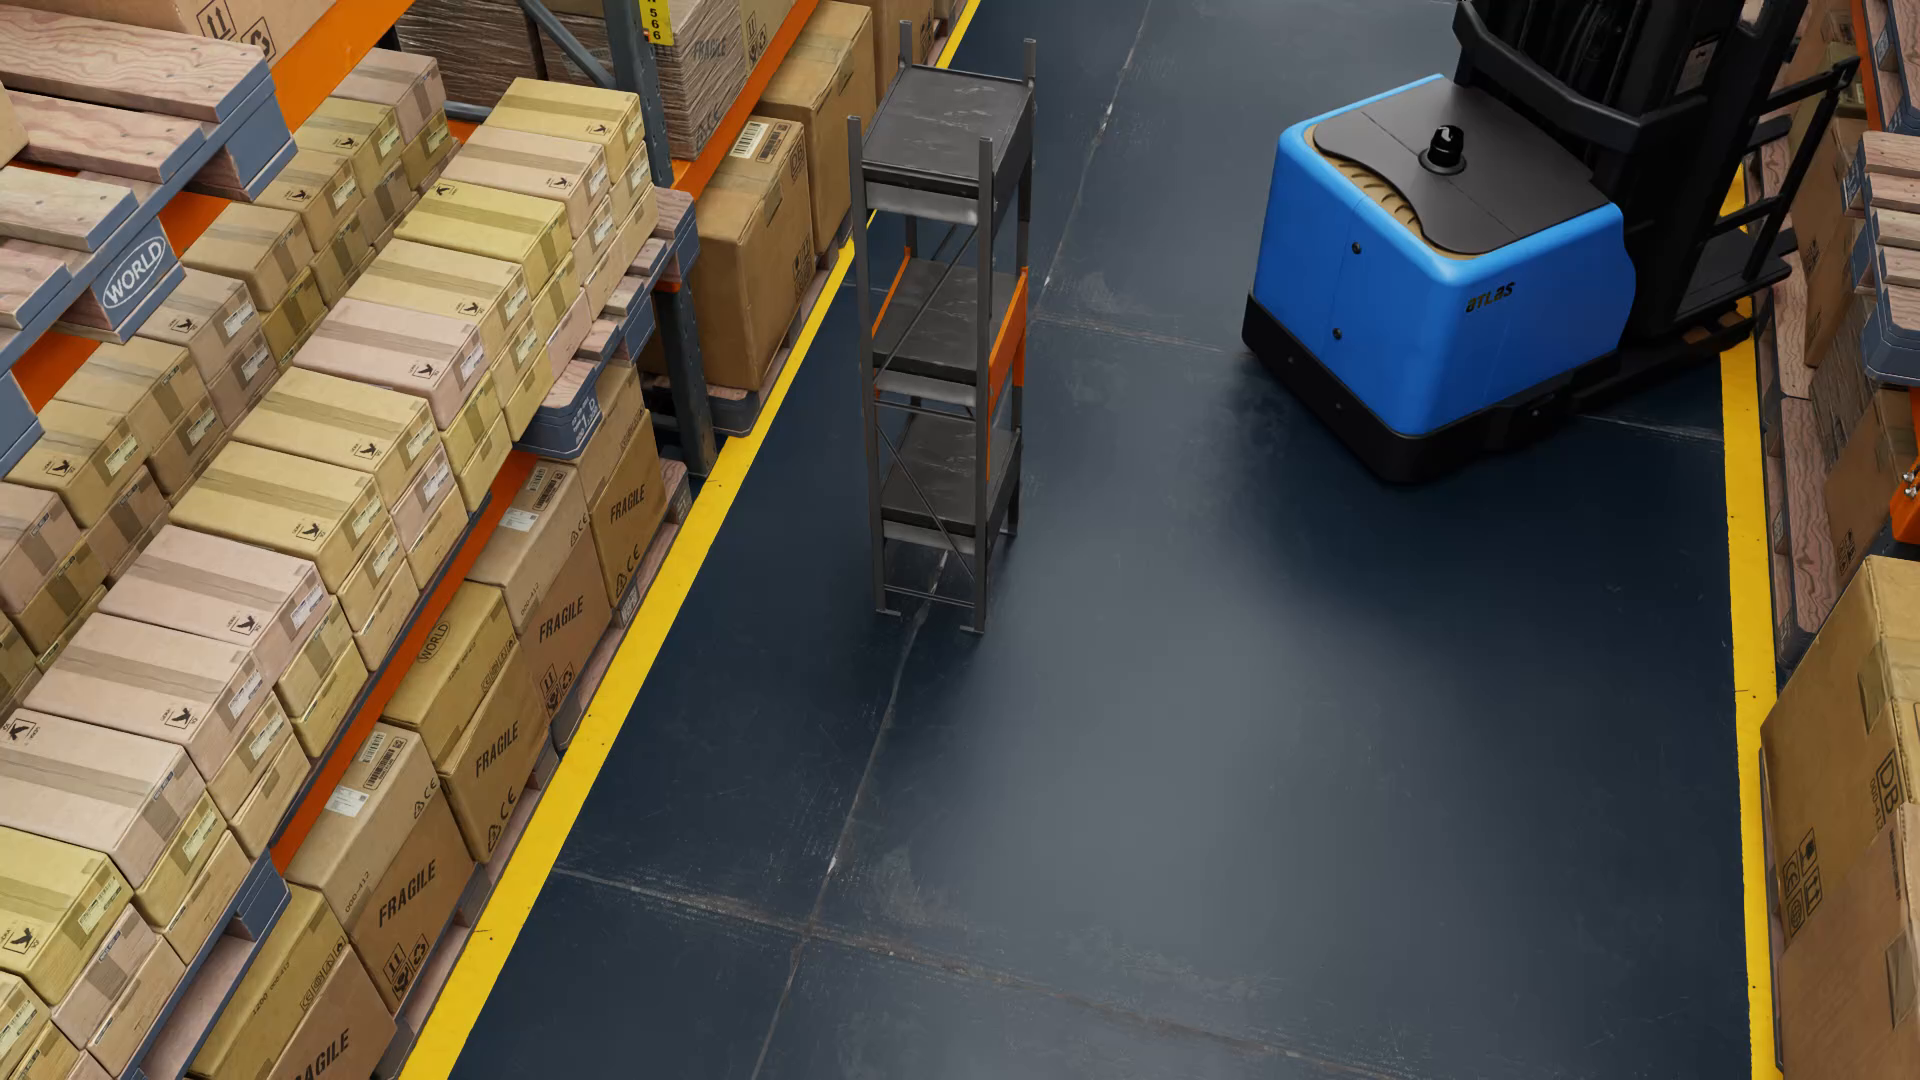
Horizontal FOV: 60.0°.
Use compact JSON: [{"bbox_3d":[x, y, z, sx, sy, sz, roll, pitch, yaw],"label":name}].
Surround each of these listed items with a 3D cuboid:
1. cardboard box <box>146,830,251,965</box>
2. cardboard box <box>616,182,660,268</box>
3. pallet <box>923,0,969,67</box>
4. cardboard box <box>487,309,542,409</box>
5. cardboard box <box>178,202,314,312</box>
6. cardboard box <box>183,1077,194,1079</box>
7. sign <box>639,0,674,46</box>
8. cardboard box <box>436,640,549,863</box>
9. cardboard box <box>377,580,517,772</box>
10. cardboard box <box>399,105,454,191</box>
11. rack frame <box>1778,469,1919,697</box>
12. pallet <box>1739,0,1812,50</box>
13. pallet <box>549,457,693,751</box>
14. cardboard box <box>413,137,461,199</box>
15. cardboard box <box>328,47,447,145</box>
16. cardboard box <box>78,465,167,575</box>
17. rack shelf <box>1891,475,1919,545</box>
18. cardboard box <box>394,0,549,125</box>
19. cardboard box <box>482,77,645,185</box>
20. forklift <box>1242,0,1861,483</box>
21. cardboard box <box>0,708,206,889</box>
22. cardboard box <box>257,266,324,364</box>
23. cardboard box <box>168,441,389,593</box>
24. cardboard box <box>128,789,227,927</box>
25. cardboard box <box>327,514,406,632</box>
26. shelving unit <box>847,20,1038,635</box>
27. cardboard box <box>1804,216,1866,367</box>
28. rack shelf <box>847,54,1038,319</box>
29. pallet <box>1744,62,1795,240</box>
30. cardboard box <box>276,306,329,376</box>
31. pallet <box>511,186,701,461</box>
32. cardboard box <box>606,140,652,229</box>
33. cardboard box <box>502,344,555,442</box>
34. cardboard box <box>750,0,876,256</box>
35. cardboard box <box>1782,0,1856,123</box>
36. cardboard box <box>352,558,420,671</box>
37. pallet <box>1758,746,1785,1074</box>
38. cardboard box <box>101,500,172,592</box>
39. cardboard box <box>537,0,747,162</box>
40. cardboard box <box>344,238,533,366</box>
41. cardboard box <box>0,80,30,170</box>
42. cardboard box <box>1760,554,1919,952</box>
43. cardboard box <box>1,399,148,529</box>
[{"bbox_3d":[-1.749,0.710,3.510,0.380,0.149,0.250,12,50,10],"label":"cardboard box"},{"bbox_3d":[-1.134,-0.979,5.000,0.380,0.149,0.250,12,50,11],"label":"cardboard box"},{"bbox_3d":[-0.526,-2.768,8.552,1.003,0.211,1.213,12,50,10],"label":"pallet"},{"bbox_3d":[-1.341,-0.512,4.390,0.380,0.149,0.250,12,50,10],"label":"cardboard box"},{"bbox_3d":[-1.964,-0.764,4.414,0.380,0.149,0.250,10,49,8],"label":"cardboard box"},{"bbox_3d":[-2.051,1.481,3.829,0.500,0.250,0.500,10,49,8],"label":"cardboard box"},{"bbox_3d":[-0.922,-1.627,4.966,0.100,0.325,0.005,12,50,10],"label":"sign"},{"bbox_3d":[-1.633,0.606,5.102,0.500,0.500,0.500,10,49,8],"label":"cardboard box"},{"bbox_3d":[-1.646,0.348,4.829,0.500,0.250,0.500,13,50,11],"label":"cardboard box"},{"bbox_3d":[-1.769,-1.215,5.010,0.380,0.149,0.250,14,50,12],"label":"cardboard box"},{"bbox_3d":[3.310,-0.318,4.530,1.000,3.000,0.127,12,50,10],"label":"rack frame"},{"bbox_3d":[4.506,-2.782,8.564,1.003,0.211,1.213,12,50,10],"label":"pallet"},{"bbox_3d":[-1.655,0.117,6.006,1.003,0.211,1.213,12,50,10],"label":"pallet"},{"bbox_3d":[-1.761,-1.142,5.145,0.380,0.149,0.250,11,49,10],"label":"cardboard box"},{"bbox_3d":[-1.758,-1.324,4.908,0.380,0.149,0.250,12,50,10],"label":"cardboard box"},{"bbox_3d":[-2.174,-0.087,4.015,0.380,0.149,0.250,13,50,11],"label":"cardboard box"},{"bbox_3d":[2.784,1.366,3.523,1.077,0.370,4.000,12,50,10],"label":"rack shelf"},{"bbox_3d":[-1.589,-1.782,5.756,0.500,0.500,0.500,12,50,10],"label":"cardboard box"},{"bbox_3d":[-1.135,-1.178,4.780,0.380,0.149,0.250,10,49,9],"label":"cardboard box"},{"bbox_3d":[2.706,-2.012,6.071,3.031,2.935,1.130,-23,52,-19],"label":"forklift"},{"bbox_3d":[-1.748,0.508,3.291,0.380,0.149,0.250,11,49,10],"label":"cardboard box"},{"bbox_3d":[-1.972,-0.642,4.505,0.380,0.149,0.250,12,50,10],"label":"cardboard box"},{"bbox_3d":[-1.547,-0.055,3.789,0.380,0.149,0.250,13,50,11],"label":"cardboard box"},{"bbox_3d":[-1.752,0.612,3.398,0.380,0.149,0.250,10,49,8],"label":"cardboard box"},{"bbox_3d":[-1.544,0.043,3.901,0.380,0.149,0.250,11,49,9],"label":"cardboard box"},{"bbox_3d":[-0.044,-0.575,5.357,0.431,2.100,0.503,12,50,10],"label":"shelving unit"},{"bbox_3d":[3.744,-0.941,6.453,0.700,0.500,0.500,15,50,13],"label":"cardboard box"},{"bbox_3d":[-0.044,-1.029,4.842,0.431,0.518,0.480,12,50,10],"label":"rack shelf"},{"bbox_3d":[4.160,-1.725,7.632,1.003,0.211,1.213,12,50,10],"label":"pallet"},{"bbox_3d":[-1.971,-0.557,4.629,0.380,0.149,0.250,14,50,12],"label":"cardboard box"},{"bbox_3d":[-1.533,-0.770,5.057,1.213,0.211,1.003,12,50,10],"label":"pallet"},{"bbox_3d":[-1.139,-1.077,4.889,0.380,0.149,0.250,12,50,11],"label":"cardboard box"},{"bbox_3d":[-1.338,-0.434,4.519,0.380,0.149,0.250,11,49,10],"label":"cardboard box"},{"bbox_3d":[-0.974,-1.821,7.076,1.050,0.750,0.750,12,50,11],"label":"cardboard box"},{"bbox_3d":[4.181,-2.090,7.468,0.700,0.500,0.500,8,49,7],"label":"cardboard box"},{"bbox_3d":[-1.546,0.146,4.008,0.380,0.149,0.250,10,49,8],"label":"cardboard box"},{"bbox_3d":[3.030,1.160,5.086,1.003,0.211,1.213,12,50,10],"label":"pallet"},{"bbox_3d":[-2.177,0.005,4.132,0.380,0.149,0.250,10,49,9],"label":"cardboard box"},{"bbox_3d":[-1.069,-1.675,5.661,0.500,0.500,0.500,12,50,10],"label":"cardboard box"},{"bbox_3d":[-1.339,-0.613,4.281,0.380,0.149,0.250,13,50,11],"label":"cardboard box"},{"bbox_3d":[-1.968,-0.734,2.548,0.797,0.503,0.637,11,49,10],"label":"cardboard box"},{"bbox_3d":[3.109,0.741,4.733,1.225,0.875,0.875,9,49,8],"label":"cardboard box"},{"bbox_3d":[-2.170,-0.196,3.913,0.380,0.149,0.250,11,49,10],"label":"cardboard box"}]
